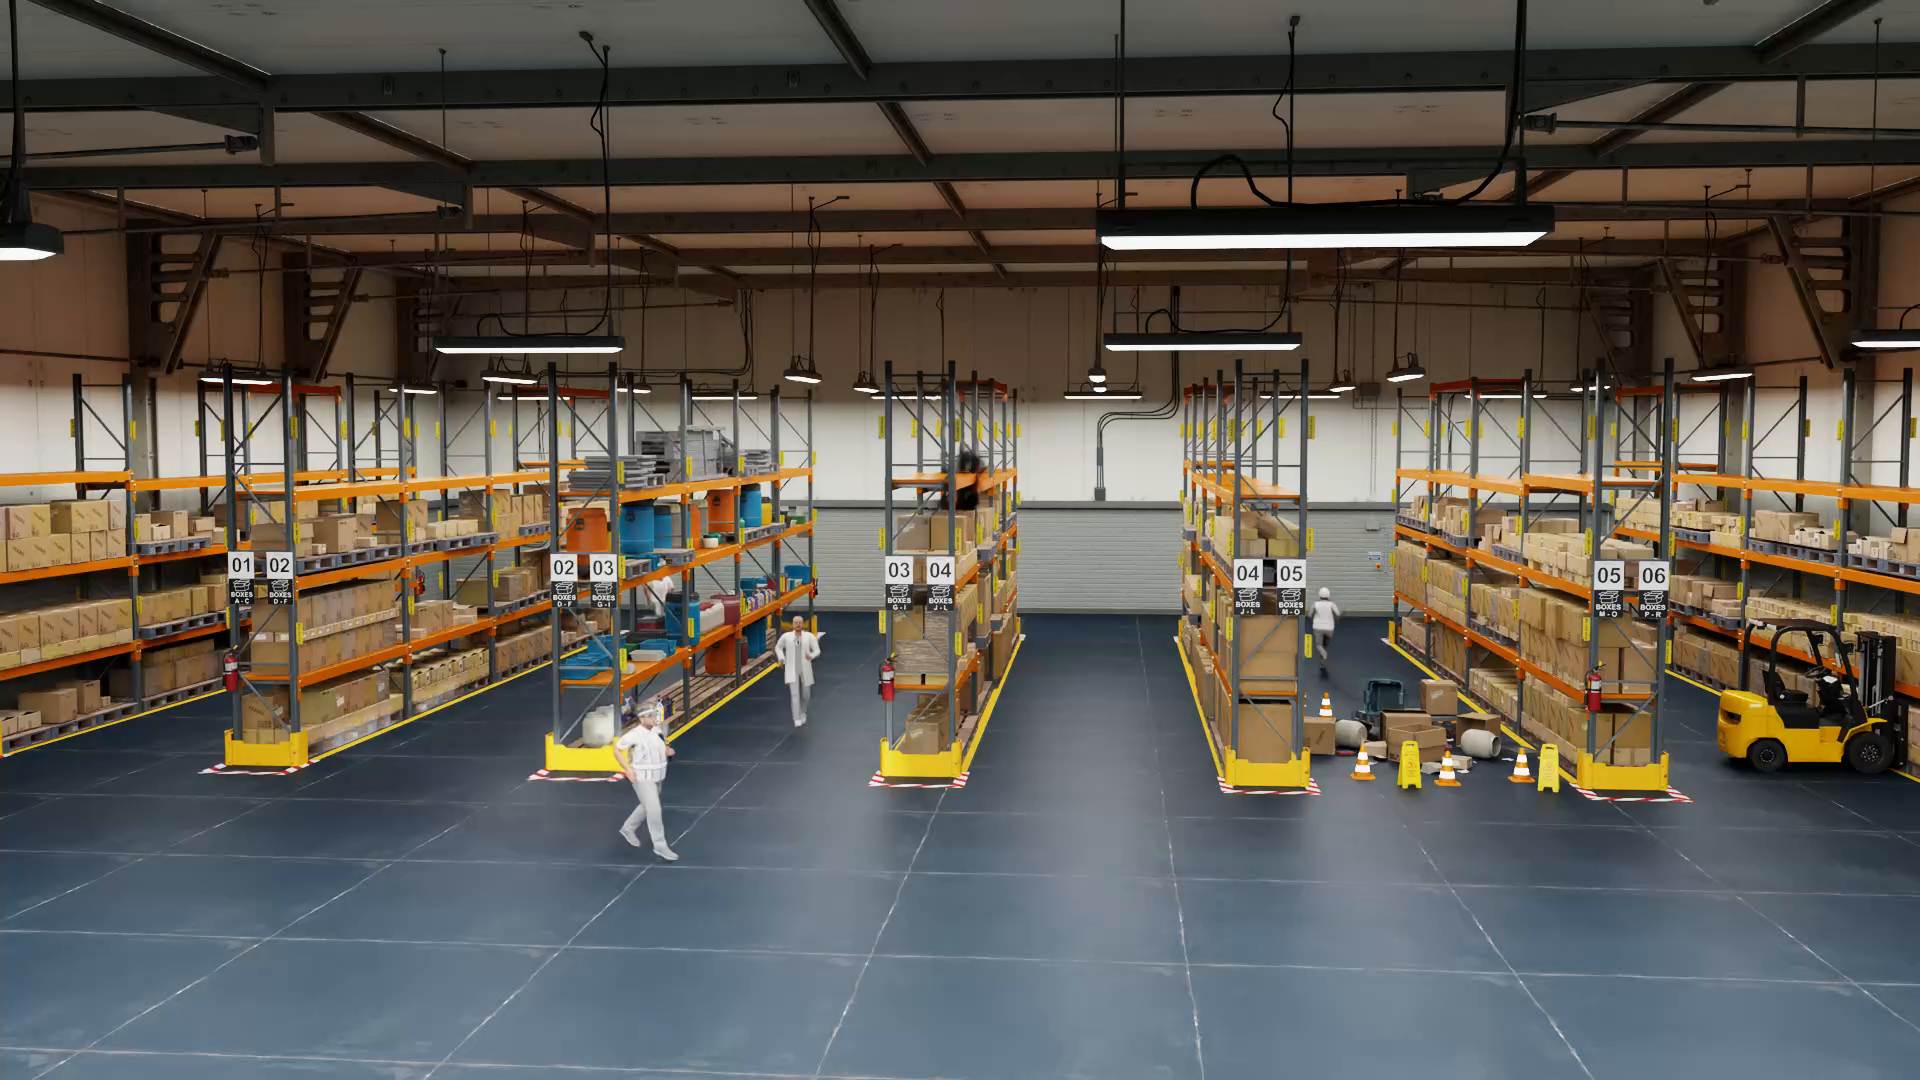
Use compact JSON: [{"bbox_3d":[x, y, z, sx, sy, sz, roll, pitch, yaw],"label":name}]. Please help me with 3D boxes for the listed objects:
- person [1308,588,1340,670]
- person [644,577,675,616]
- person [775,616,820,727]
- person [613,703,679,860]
[{"bbox_3d":[7.514,1.878,34.408,0.627,1.782,1.116,0,4,1],"label":"person"},{"bbox_3d":[-7.245,1.508,40.169,0.737,1.761,0.756,-2,4,-23],"label":"person"},{"bbox_3d":[-2.599,2.108,26.667,0.720,1.769,0.845,-1,4,-9],"label":"person"},{"bbox_3d":[-3.670,2.813,19.559,0.958,1.781,0.654,2,4,26],"label":"person"}]
